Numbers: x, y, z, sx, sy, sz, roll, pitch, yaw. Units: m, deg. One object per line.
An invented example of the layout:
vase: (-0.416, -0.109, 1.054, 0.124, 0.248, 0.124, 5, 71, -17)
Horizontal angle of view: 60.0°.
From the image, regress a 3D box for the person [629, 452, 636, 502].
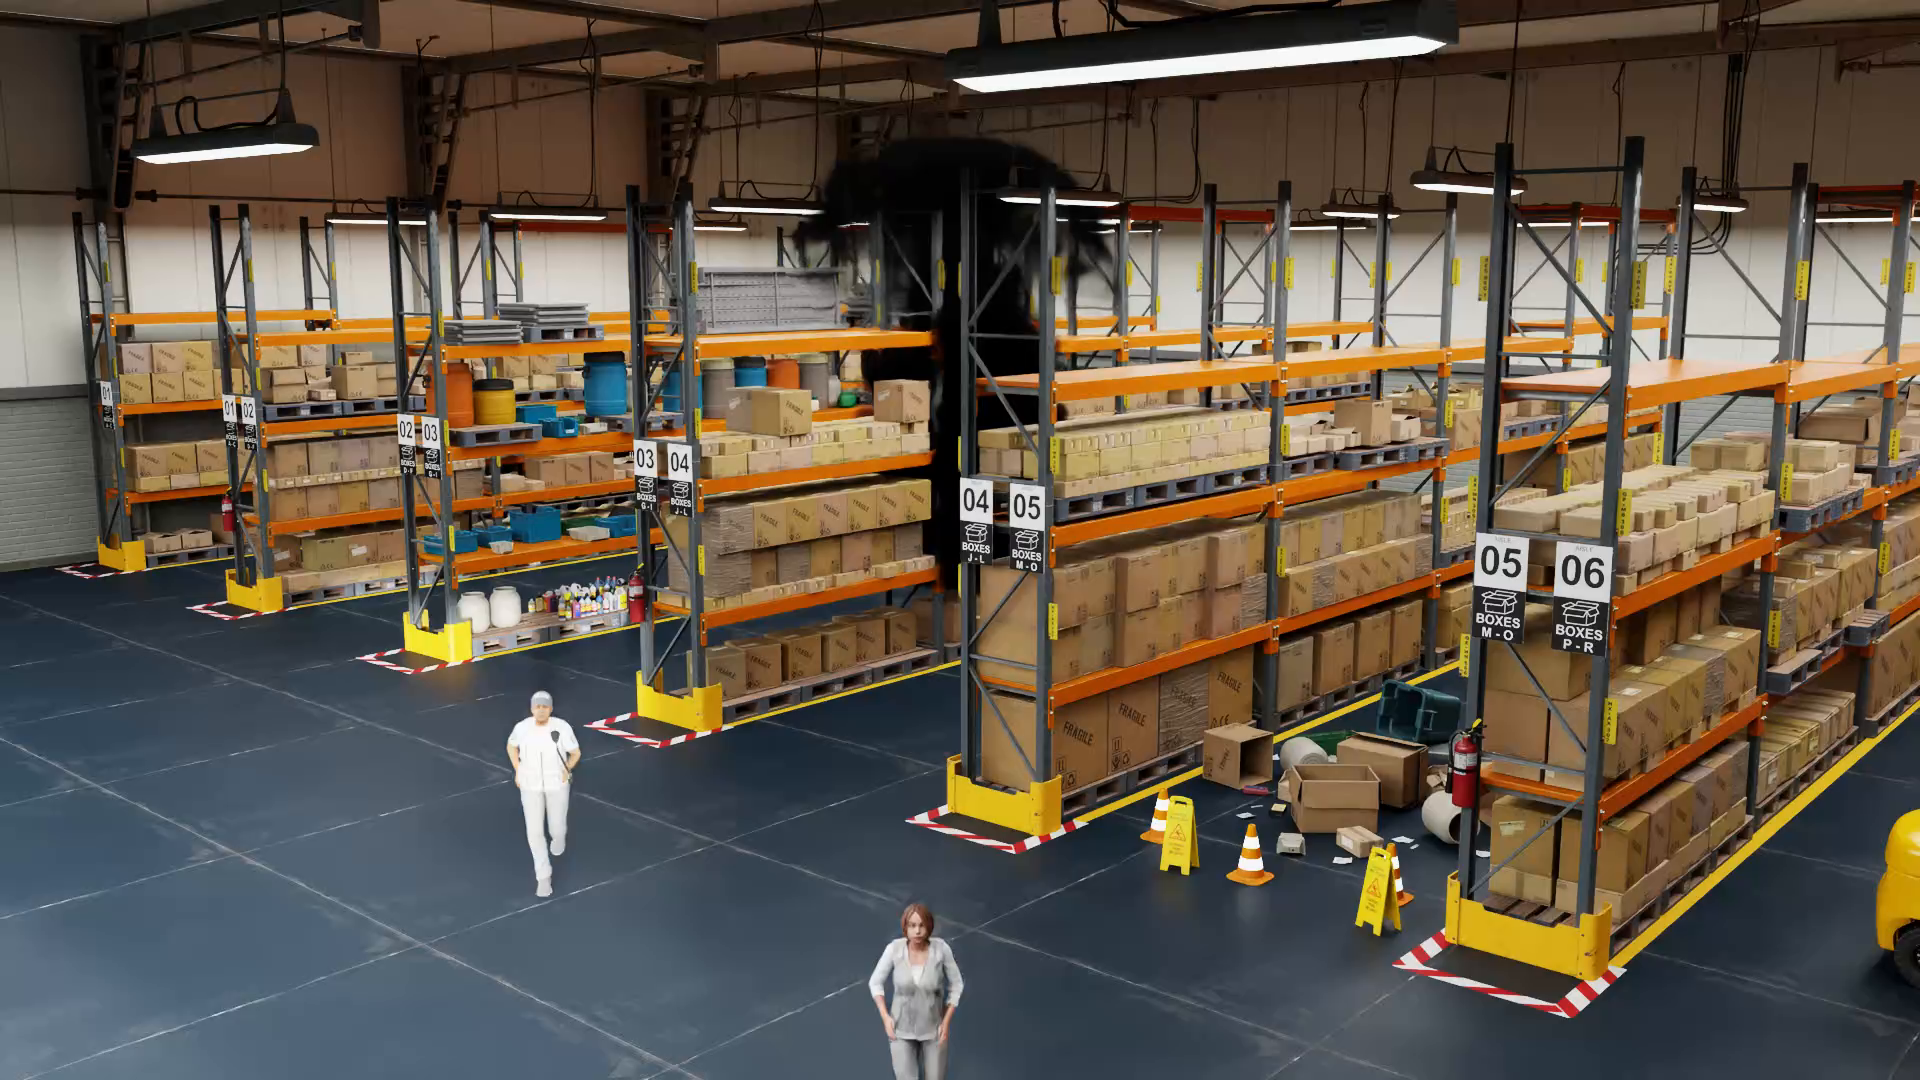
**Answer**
person: (-6.287, -1.102, 32.677, 0.608, 1.773, 0.734, 8, 12, 39)

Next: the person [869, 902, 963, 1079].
person: (-0.255, 2.829, 9.630, 0.547, 1.571, 0.540, 0, 9, 1)

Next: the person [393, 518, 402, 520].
person: (-9.641, -0.500, 28.975, 0.673, 1.745, 0.590, 7, 12, 37)

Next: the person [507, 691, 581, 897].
person: (-3.490, 2.073, 13.978, 0.607, 1.664, 0.830, -2, 10, -11)
